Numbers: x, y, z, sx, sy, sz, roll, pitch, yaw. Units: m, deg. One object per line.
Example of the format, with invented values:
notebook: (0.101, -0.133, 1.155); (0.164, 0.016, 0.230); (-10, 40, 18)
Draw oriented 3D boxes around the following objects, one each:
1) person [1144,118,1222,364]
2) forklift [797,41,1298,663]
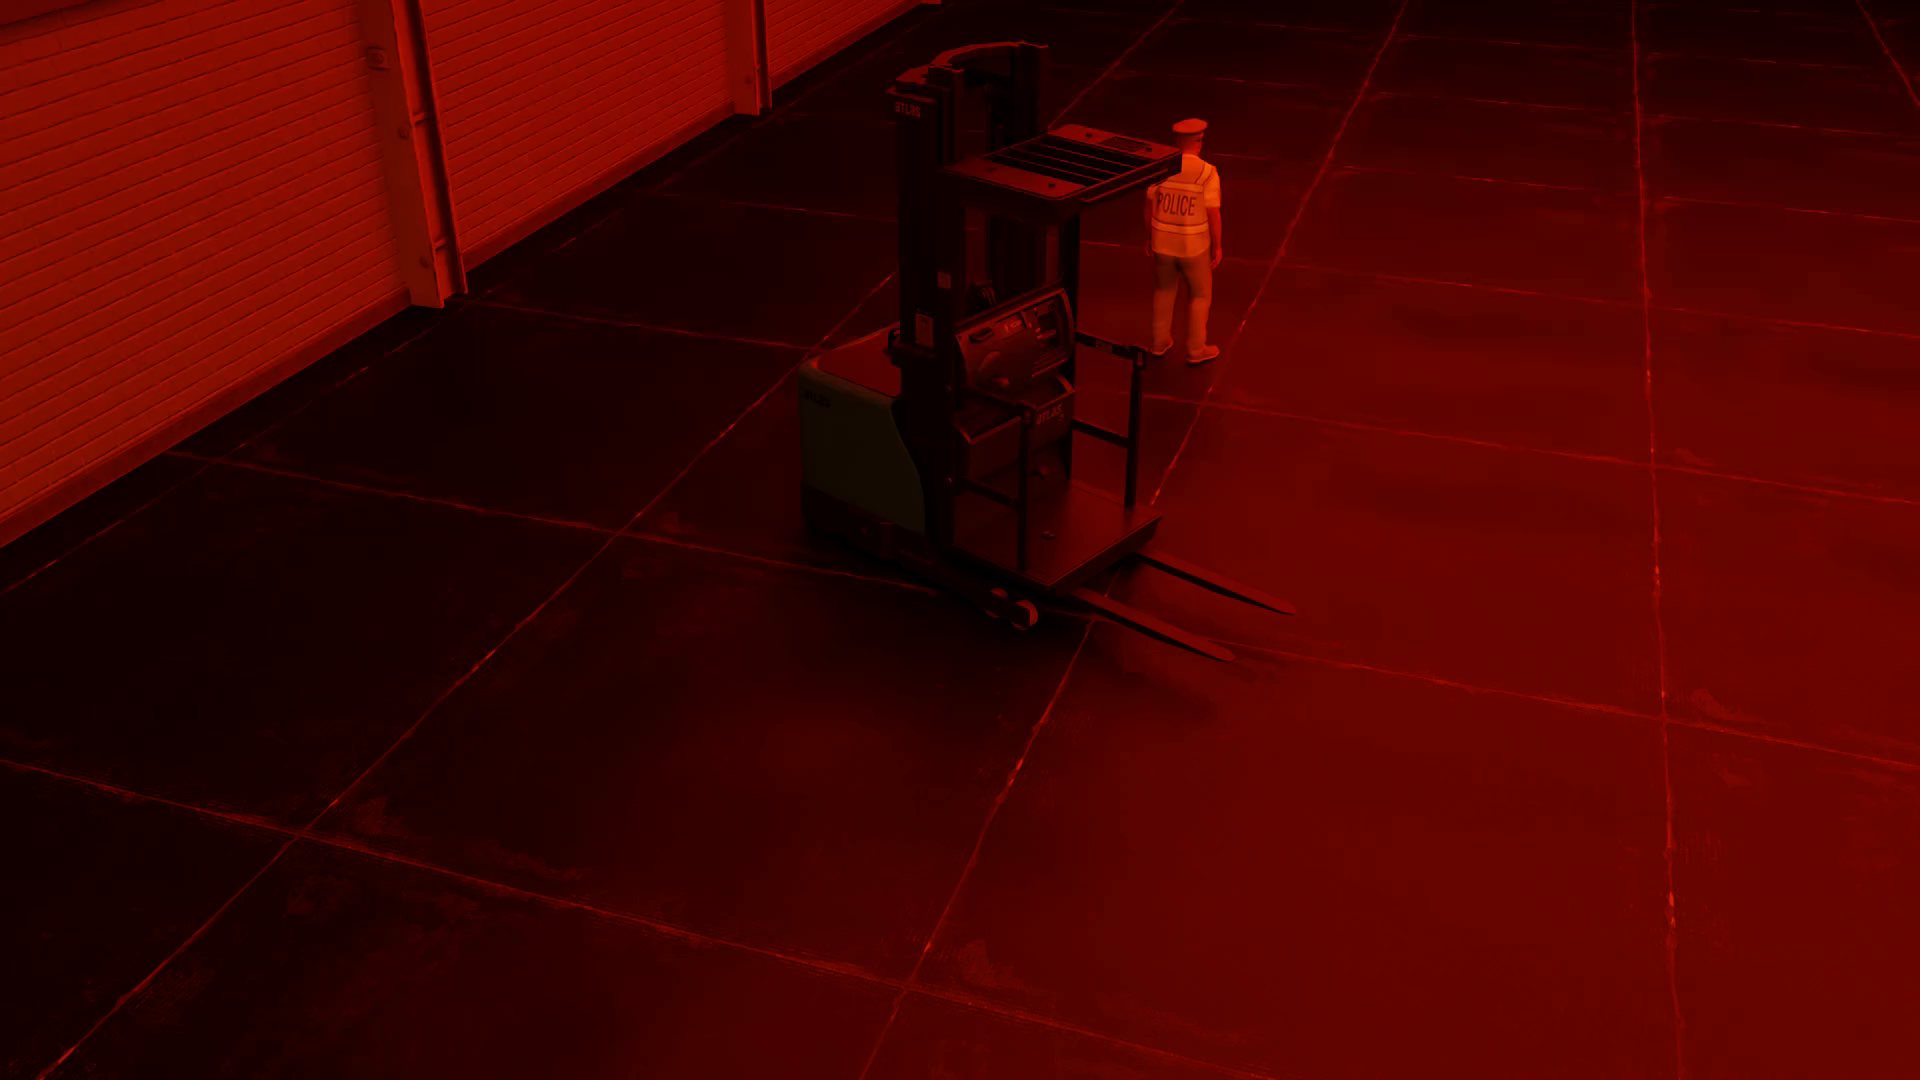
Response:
person: (1.620, -2.153, 12.107); (0.595, 1.746, 0.443); (15, 33, 25)
forklift: (0.469, -1.070, 9.013); (3.031, 2.935, 1.130); (23, 37, 35)
